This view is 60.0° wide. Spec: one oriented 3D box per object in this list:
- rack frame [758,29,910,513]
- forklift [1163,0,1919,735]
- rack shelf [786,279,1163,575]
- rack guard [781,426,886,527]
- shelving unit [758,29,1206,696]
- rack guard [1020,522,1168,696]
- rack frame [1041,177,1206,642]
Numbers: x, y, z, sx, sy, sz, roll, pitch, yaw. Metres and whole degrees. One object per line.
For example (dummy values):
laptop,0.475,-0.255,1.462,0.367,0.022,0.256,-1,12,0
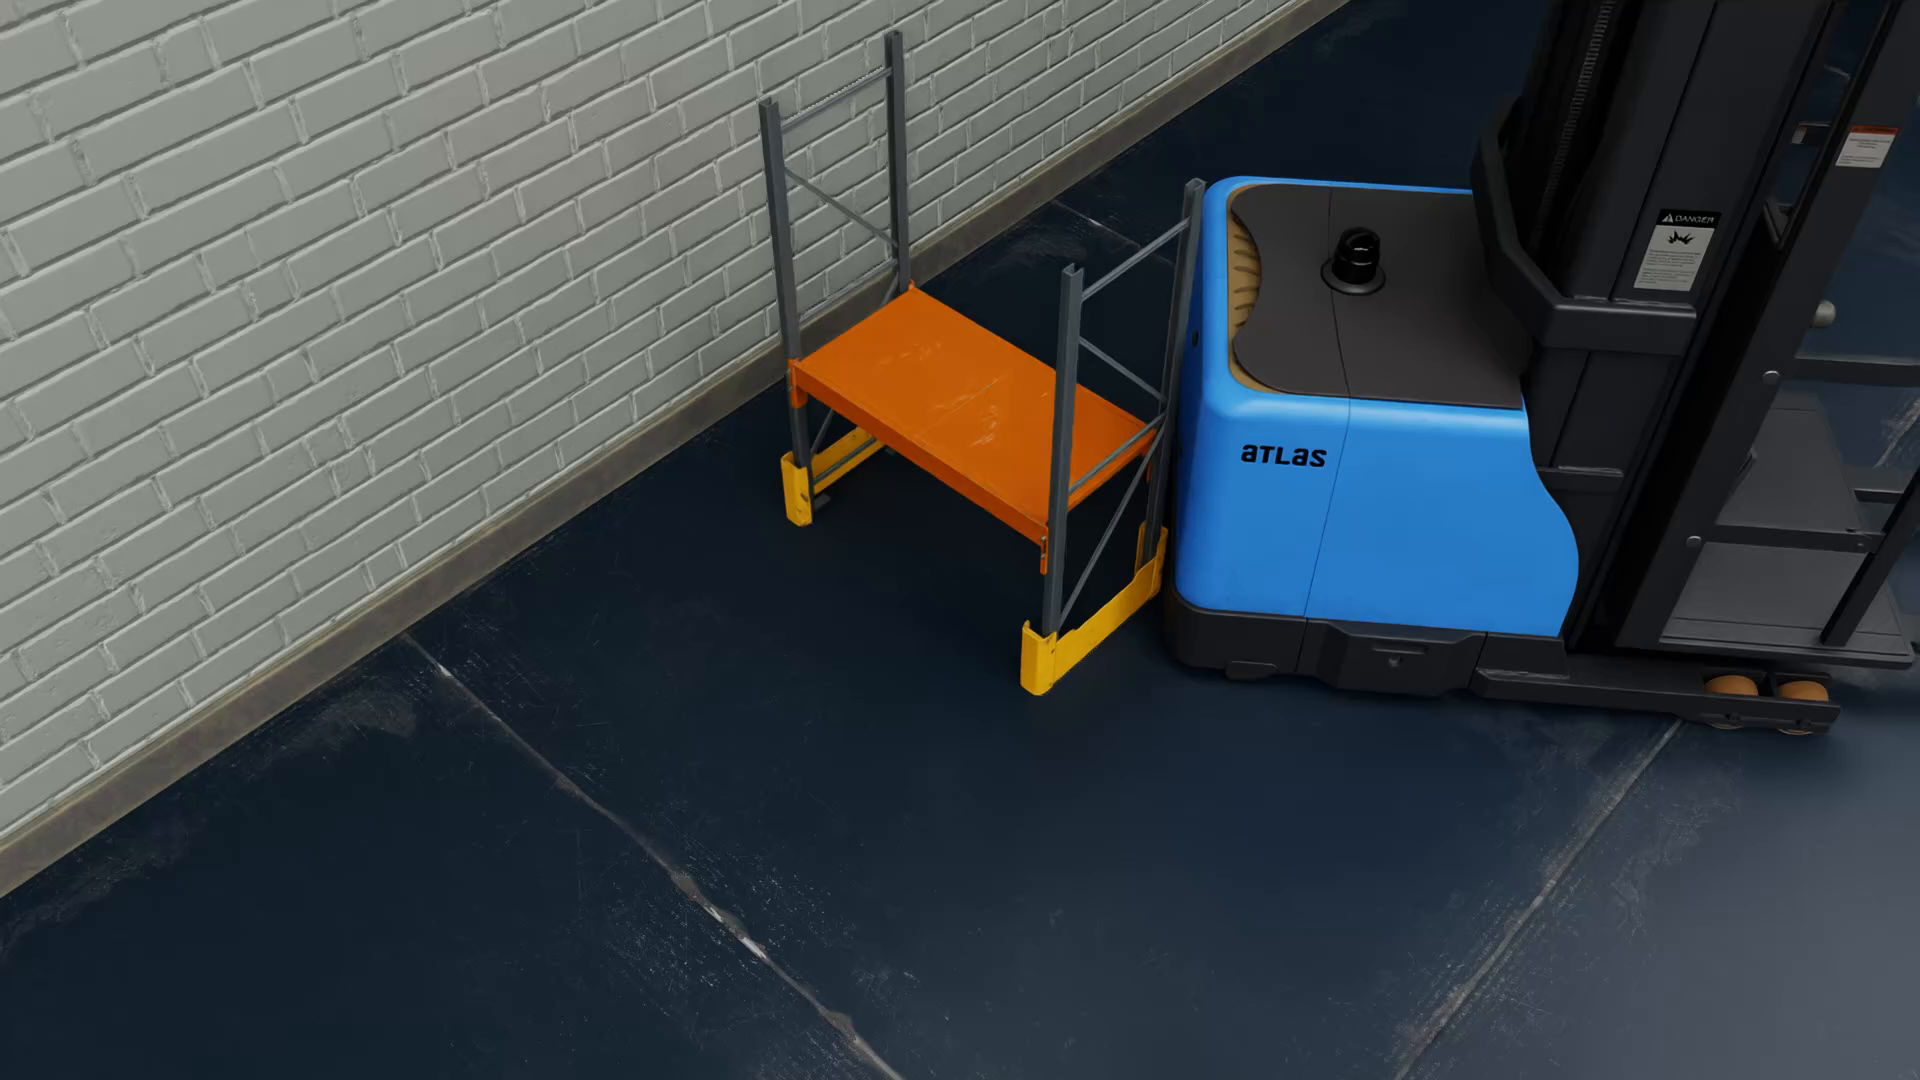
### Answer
rack frame,-0.334,-0.727,4.904,0.032,1.500,0.500,34,55,28
forklift,2.147,-0.860,4.047,3.031,2.935,1.130,4,47,4
rack shelf,0.039,-0.351,4.798,1.000,0.185,0.538,34,55,28
rack guard,-0.333,-0.298,5.359,0.087,0.250,0.587,34,55,28
shelving unit,0.032,-0.479,4.671,1.083,1.500,0.587,34,55,28
rack guard,0.397,0.196,4.895,0.087,0.250,0.587,34,55,28
rack frame,0.411,-0.222,4.430,0.032,1.500,0.500,34,55,28
